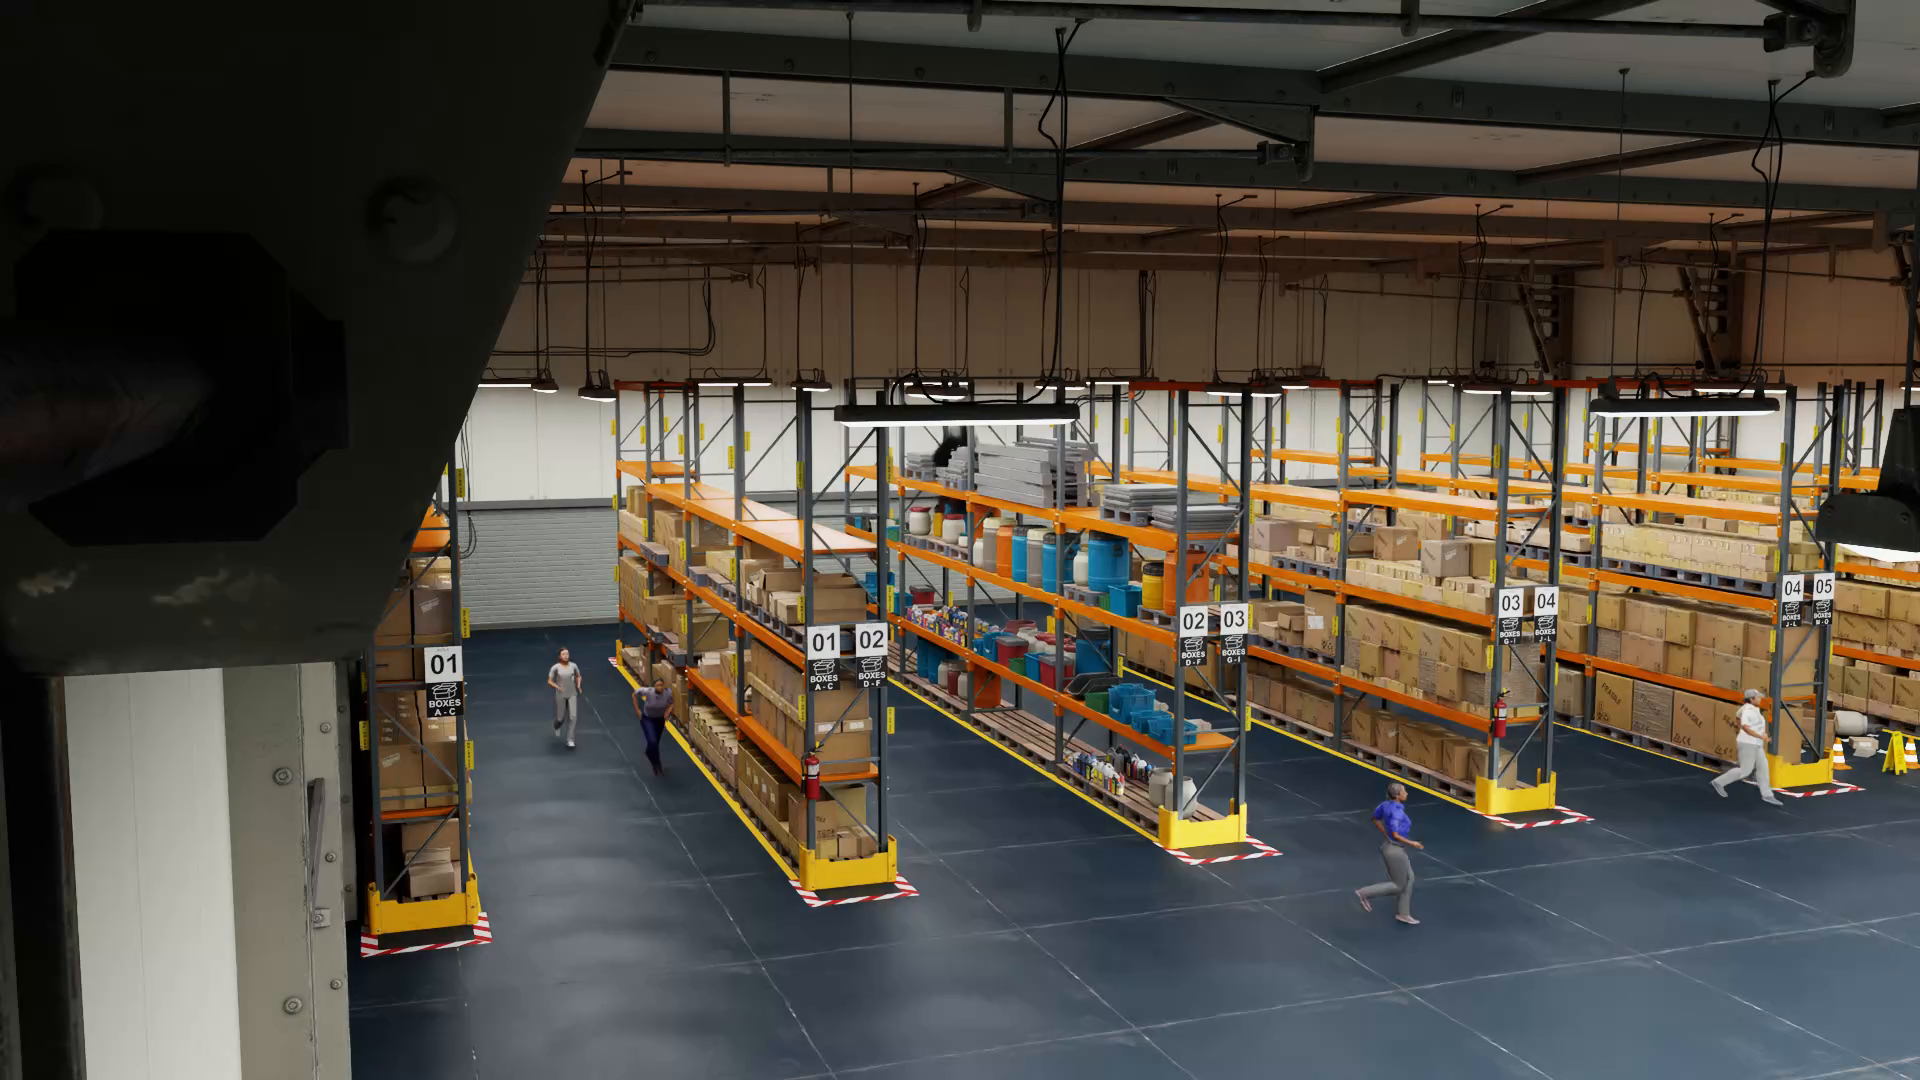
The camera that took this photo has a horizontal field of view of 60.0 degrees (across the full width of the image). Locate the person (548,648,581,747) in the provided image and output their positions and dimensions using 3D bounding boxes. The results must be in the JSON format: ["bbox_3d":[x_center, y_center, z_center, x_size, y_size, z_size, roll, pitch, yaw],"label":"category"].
[{"bbox_3d":[-6.561,2.595,27.688,0.573,1.628,0.758,-3,7,-27],"label":"person"}]

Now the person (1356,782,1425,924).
[{"bbox_3d":[4.857,3.557,18.848,0.755,1.655,0.588,0,6,0],"label":"person"}]

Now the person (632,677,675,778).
[{"bbox_3d":[-4.778,2.855,25.832,0.648,1.612,0.964,-3,7,-24],"label":"person"}]

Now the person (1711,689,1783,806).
[{"bbox_3d":[11.415,2.974,24.031,0.959,1.650,0.643,3,7,29],"label":"person"}]
